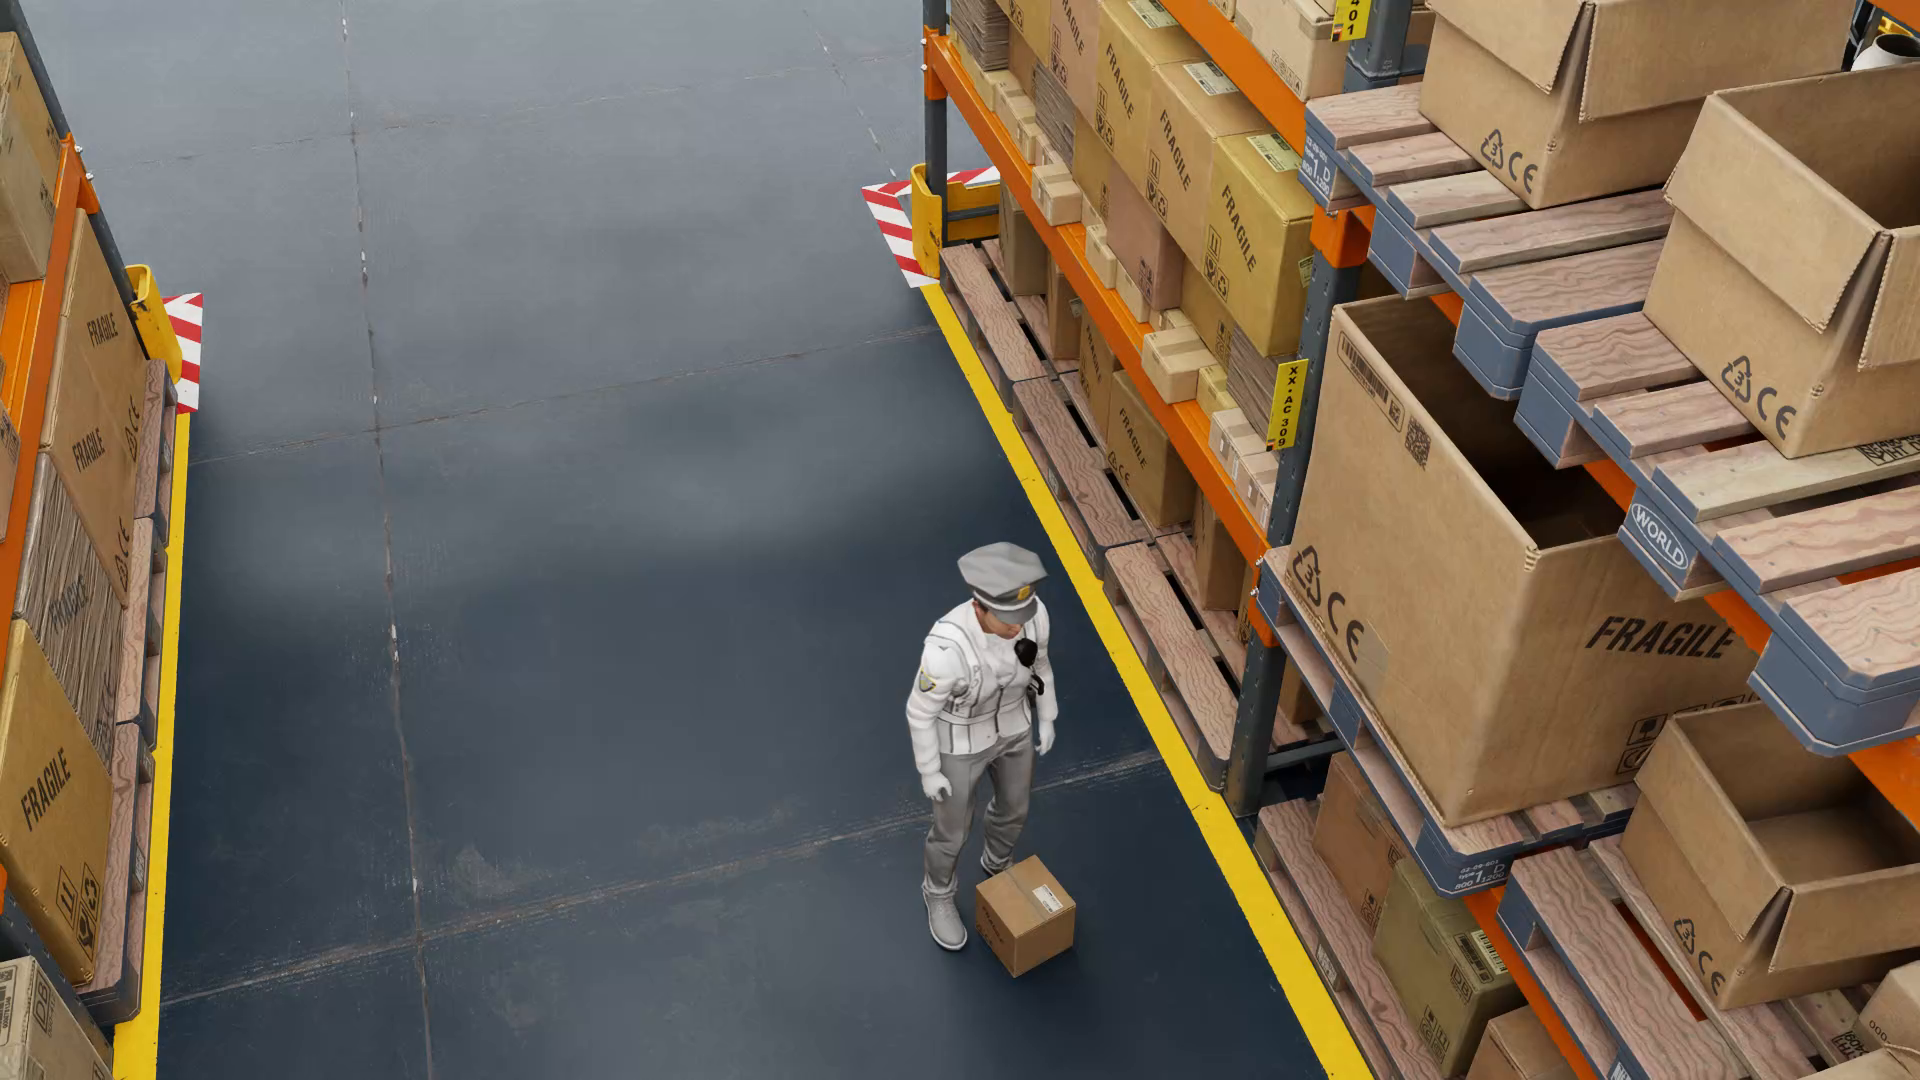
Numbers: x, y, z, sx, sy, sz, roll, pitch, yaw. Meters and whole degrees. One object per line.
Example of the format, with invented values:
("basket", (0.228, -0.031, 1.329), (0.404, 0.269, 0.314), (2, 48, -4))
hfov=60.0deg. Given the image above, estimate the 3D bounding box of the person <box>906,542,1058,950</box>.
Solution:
("person", (0.076, 0.656, 5.441), (0.514, 1.664, 0.371), (-22, 47, -22))
